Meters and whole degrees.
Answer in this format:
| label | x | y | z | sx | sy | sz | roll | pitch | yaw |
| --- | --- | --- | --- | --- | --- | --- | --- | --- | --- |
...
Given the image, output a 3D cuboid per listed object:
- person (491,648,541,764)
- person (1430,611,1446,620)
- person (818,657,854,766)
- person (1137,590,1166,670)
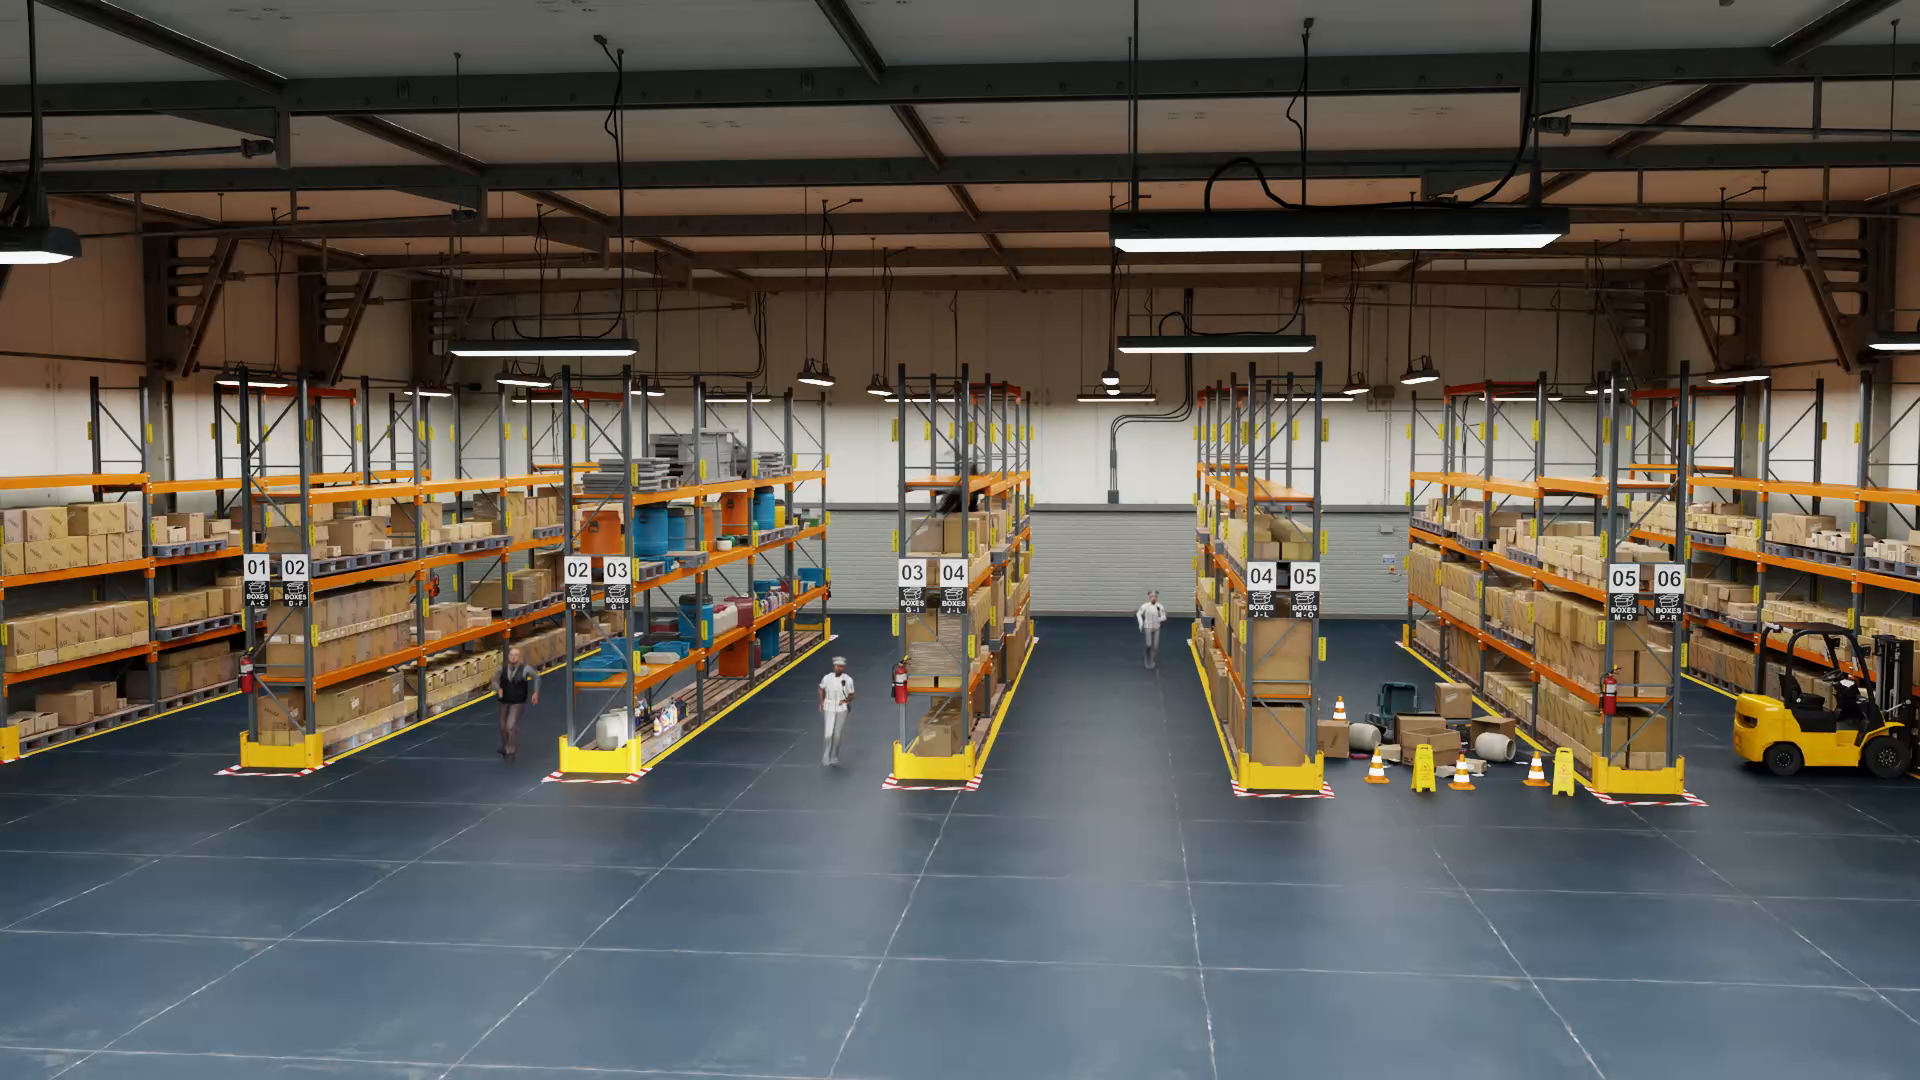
| label | x | y | z | sx | sy | sz | roll | pitch | yaw |
| --- | --- | --- | --- | --- | --- | --- | --- | --- | --- |
| person | -6.814 | 2.533 | 25.449 | 0.711 | 1.774 | 0.721 | 0 | 4 | 5 |
| person | 11.605 | 1.585 | 40.030 | 0.684 | 1.697 | 0.660 | 3 | 5 | 36 |
| person | -1.865 | 2.568 | 24.996 | 0.554 | 1.659 | 0.637 | 0 | 4 | -2 |
| person | 4.074 | 1.900 | 35.211 | 0.582 | 1.685 | 0.666 | 0 | 4 | -3 |
